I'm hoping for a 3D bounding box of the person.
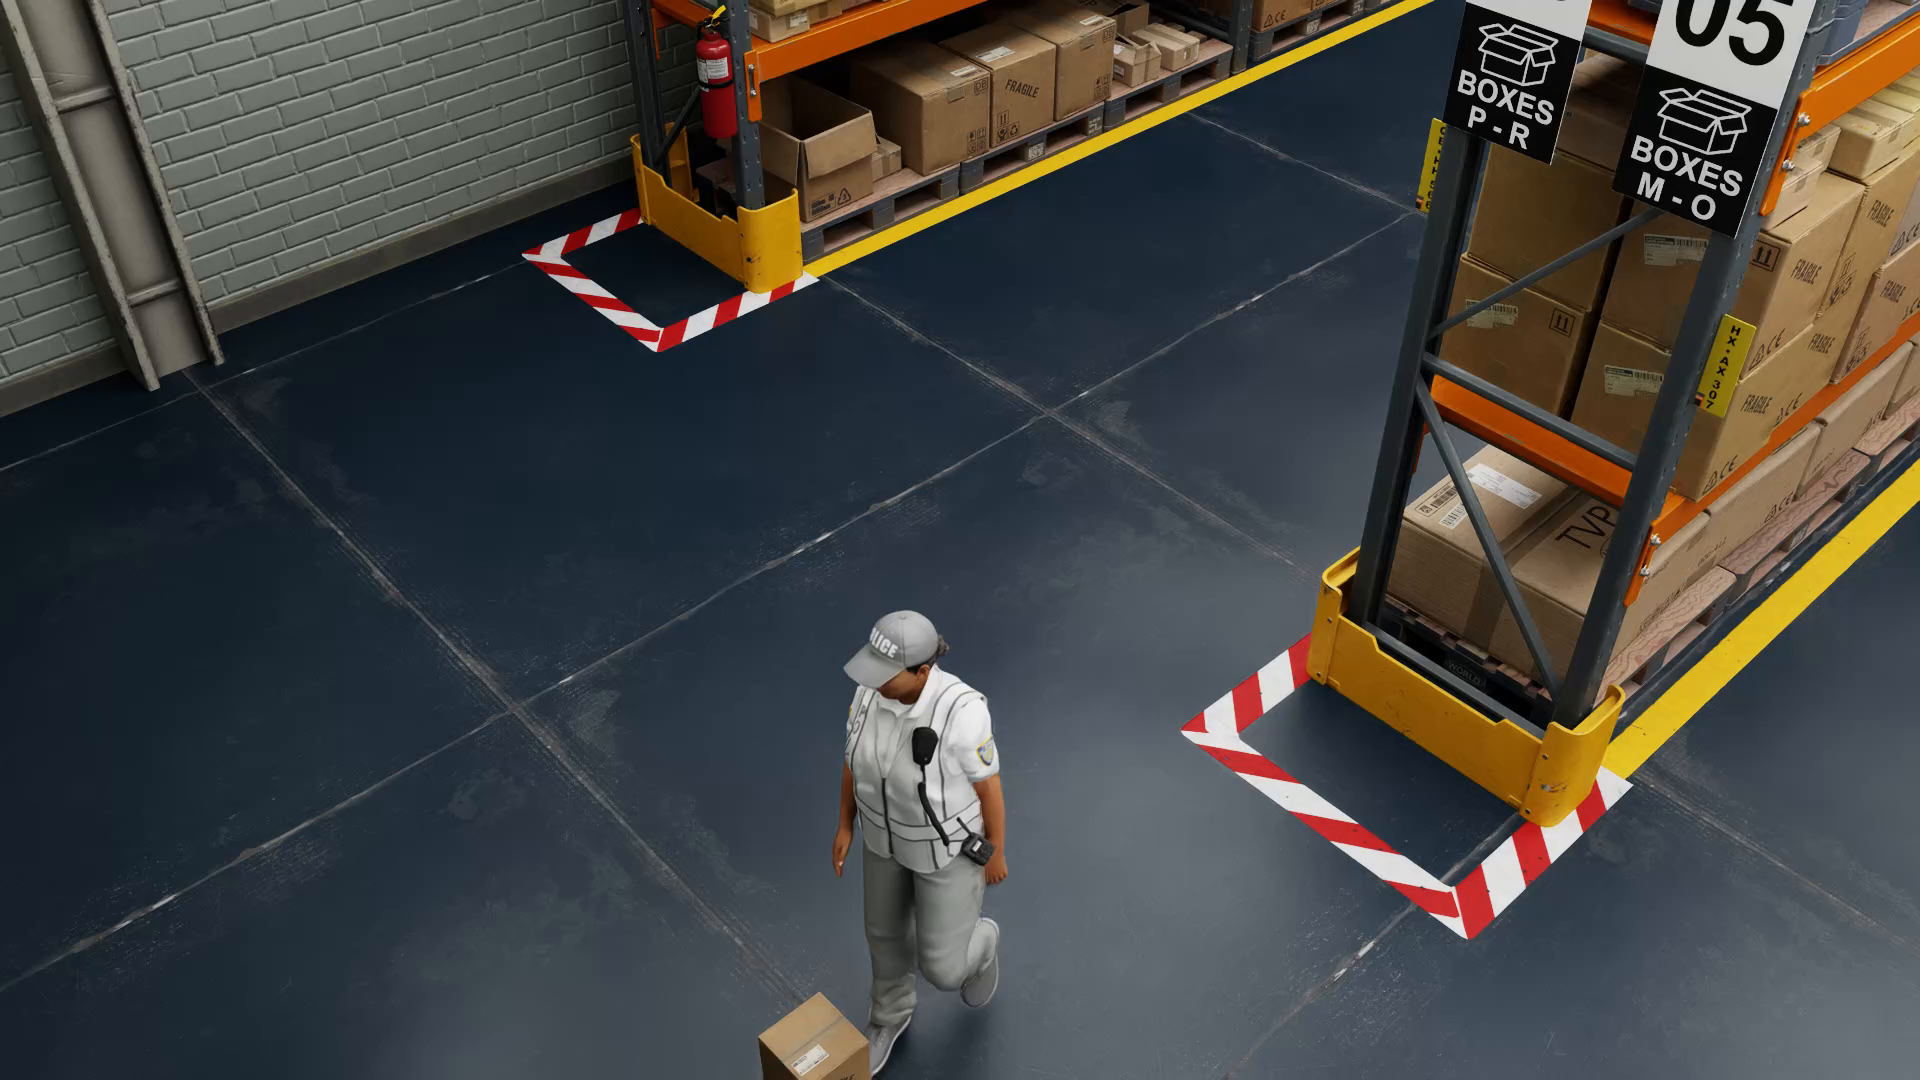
[{"bbox_3d":[-0.167,0.944,5.022,0.556,1.658,0.611,25,46,27],"label":"person"}]
